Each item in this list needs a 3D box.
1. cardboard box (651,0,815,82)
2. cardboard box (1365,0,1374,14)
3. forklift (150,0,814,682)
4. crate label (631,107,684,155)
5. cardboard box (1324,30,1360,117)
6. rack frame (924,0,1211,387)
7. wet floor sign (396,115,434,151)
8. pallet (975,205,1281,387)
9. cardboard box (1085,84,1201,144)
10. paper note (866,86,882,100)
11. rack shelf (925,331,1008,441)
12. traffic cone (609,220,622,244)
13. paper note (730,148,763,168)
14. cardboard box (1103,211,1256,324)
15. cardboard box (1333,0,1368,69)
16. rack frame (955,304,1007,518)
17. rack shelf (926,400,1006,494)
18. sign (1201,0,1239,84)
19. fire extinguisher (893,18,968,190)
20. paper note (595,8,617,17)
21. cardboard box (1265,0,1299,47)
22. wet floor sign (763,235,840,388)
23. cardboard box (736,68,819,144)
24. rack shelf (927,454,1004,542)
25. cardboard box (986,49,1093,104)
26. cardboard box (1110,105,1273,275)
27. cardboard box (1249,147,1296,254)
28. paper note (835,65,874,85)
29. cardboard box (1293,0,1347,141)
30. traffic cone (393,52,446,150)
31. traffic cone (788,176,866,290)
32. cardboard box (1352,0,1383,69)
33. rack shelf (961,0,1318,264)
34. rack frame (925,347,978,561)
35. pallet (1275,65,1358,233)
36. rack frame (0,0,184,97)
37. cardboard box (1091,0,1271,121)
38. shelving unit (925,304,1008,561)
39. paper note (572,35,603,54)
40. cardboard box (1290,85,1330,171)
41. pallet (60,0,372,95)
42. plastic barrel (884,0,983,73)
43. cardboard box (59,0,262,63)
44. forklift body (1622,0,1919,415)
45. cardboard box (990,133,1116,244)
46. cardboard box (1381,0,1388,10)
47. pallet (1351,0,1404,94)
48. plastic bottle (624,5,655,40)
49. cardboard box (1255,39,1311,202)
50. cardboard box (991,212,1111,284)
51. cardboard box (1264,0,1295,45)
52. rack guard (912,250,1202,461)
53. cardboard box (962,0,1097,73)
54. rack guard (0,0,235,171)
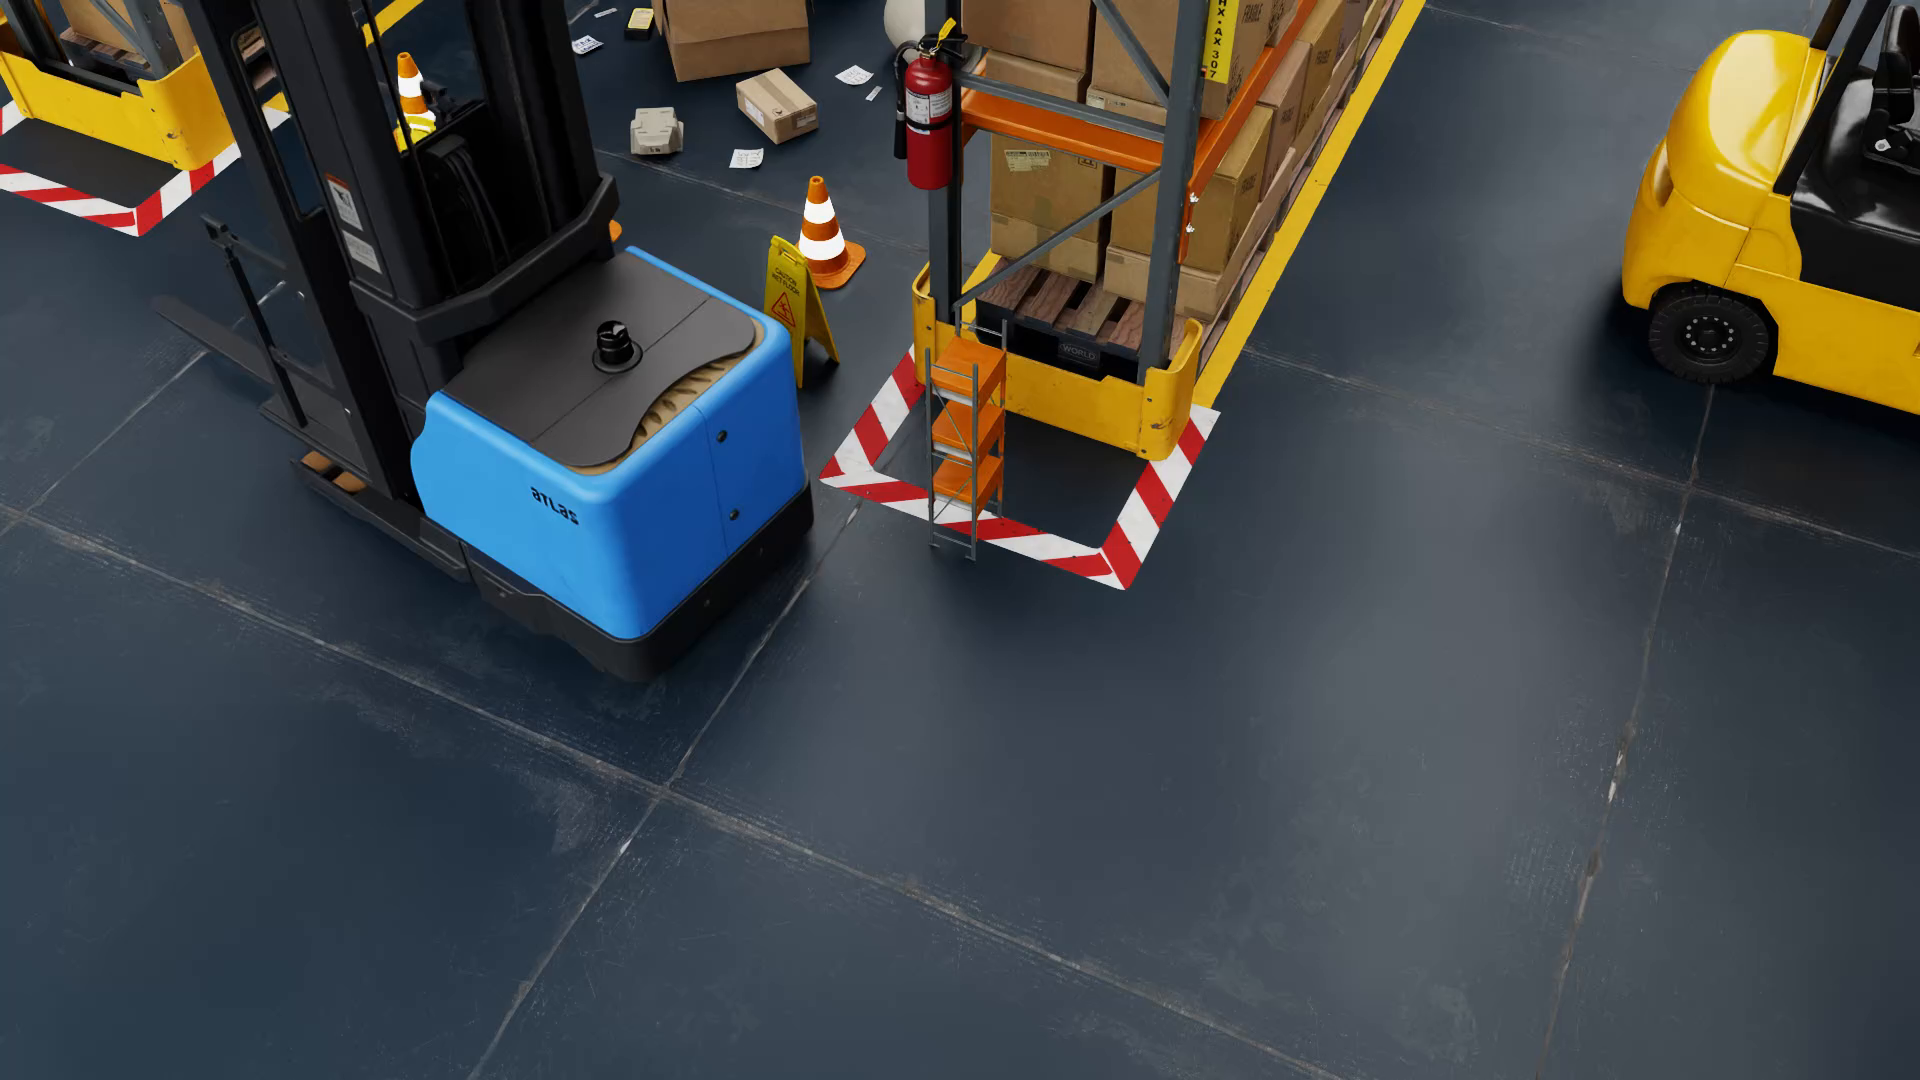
[{"bbox_3d":[-1.185,-2.760,8.583,0.797,0.503,0.637,-11,51,-9],"label":"cardboard box"},{"bbox_3d":[1.836,-2.933,8.128,0.500,0.500,0.500,21,53,17],"label":"cardboard box"},{"bbox_3d":[-2.065,-1.357,5.795,3.031,2.935,1.130,29,55,22],"label":"forklift"},{"bbox_3d":[-1.498,-2.012,8.188,0.250,0.136,0.298,-4,50,-3],"label":"crate label"},{"bbox_3d":[1.613,-2.322,8.101,0.500,0.250,0.500,21,53,17],"label":"cardboard box"},{"bbox_3d":[0.353,-1.536,5.902,1.000,3.000,0.127,20,52,16],"label":"rack frame"},{"bbox_3d":[-2.388,-1.650,7.545,0.267,0.644,0.232,12,51,10],"label":"wet floor sign"},{"bbox_3d":[0.765,-1.232,7.475,1.003,0.211,1.213,20,52,16],"label":"pallet"},{"bbox_3d":[0.686,-1.621,6.140,0.380,0.149,0.250,20,52,16],"label":"cardboard box"},{"bbox_3d":[-0.439,-2.284,8.502,0.032,0.001,0.123,20,52,16],"label":"paper note"},{"bbox_3d":[0.023,-0.554,5.988,0.215,0.259,0.240,20,52,16],"label":"rack shelf"},{"bbox_3d":[-1.778,-1.556,7.586,0.336,0.463,0.334,20,52,16],"label":"traffic cone"},{"bbox_3d":[-1.043,-1.872,8.138,0.148,0.019,0.142,4,50,3],"label":"paper note"},{"bbox_3d":[0.948,-1.246,7.186,0.500,0.250,0.500,19,52,16],"label":"cardboard box"},{"bbox_3d":[1.619,-2.581,7.829,0.500,0.500,0.500,22,53,18],"label":"cardboard box"},{"bbox_3d":[0.075,-0.461,6.268,0.200,1.050,0.008,20,52,16],"label":"rack frame"},{"bbox_3d":[0.023,-0.370,6.205,0.215,0.259,0.240,20,52,16],"label":"rack shelf"},{"bbox_3d":[0.844,-1.640,5.422,0.100,0.325,0.005,20,52,16],"label":"sign"},{"bbox_3d":[-0.112,-1.582,5.992,0.296,0.674,0.183,20,52,16],"label":"fire extinguisher"},{"bbox_3d":[-1.914,-2.849,8.982,0.123,0.001,0.032,-28,55,-22],"label":"paper note"},{"bbox_3d":[1.117,-2.115,6.561,0.380,0.149,0.250,21,53,17],"label":"cardboard box"},{"bbox_3d":[-0.695,-0.990,6.984,0.232,0.644,0.267,-37,59,-27],"label":"wet floor sign"},{"bbox_3d":[-0.914,-2.171,8.315,0.250,0.149,0.380,-28,55,-22],"label":"cardboard box"},{"bbox_3d":[0.023,-0.190,6.416,0.215,0.259,0.240,20,52,16],"label":"rack shelf"},{"bbox_3d":[0.320,-1.781,6.276,0.380,0.149,0.250,21,53,17],"label":"cardboard box"},{"bbox_3d":[0.957,-1.506,6.914,0.500,0.500,0.500,18,52,15],"label":"cardboard box"},{"bbox_3d":[1.173,-1.595,7.483,0.500,0.250,0.500,22,53,17],"label":"cardboard box"},{"bbox_3d":[-0.544,-2.404,8.599,0.142,0.019,0.148,-37,59,-27],"label":"paper note"},{"bbox_3d":[1.399,-2.210,7.513,0.500,0.500,0.500,21,53,17],"label":"cardboard box"},{"bbox_3d":[-2.655,-2.158,8.098,0.336,0.463,0.334,20,52,16],"label":"traffic cone"},{"bbox_3d":[-0.629,-1.429,7.478,0.336,0.463,0.334,20,52,16],"label":"traffic cone"},{"bbox_3d":[1.834,-2.671,8.398,0.500,0.250,0.500,19,52,15],"label":"cardboard box"},{"bbox_3d":[1.208,-2.680,7.348,1.077,0.370,4.000,20,52,16],"label":"rack shelf"},{"bbox_3d":[-0.029,-0.293,6.125,0.200,1.050,0.008,20,52,16],"label":"rack frame"},{"bbox_3d":[1.287,-2.069,8.187,1.003,0.211,1.213,20,52,16],"label":"pallet"},{"bbox_3d":[-4.165,-3.077,7.214,1.000,3.000,0.127,20,52,16],"label":"rack frame"},{"bbox_3d":[0.806,-1.900,5.952,0.500,0.500,0.500,19,52,16],"label":"cardboard box"},{"bbox_3d":[0.023,-0.377,6.196,0.215,1.050,0.252,20,52,16],"label":"shelving unit"},{"bbox_3d":[-1.978,-2.613,8.769,0.142,0.017,0.144,-37,59,-27],"label":"paper note"},{"bbox_3d":[1.394,-1.975,7.806,0.500,0.250,0.500,23,53,18],"label":"cardboard box"},{"bbox_3d":[-3.895,-2.749,8.766,1.003,0.211,1.213,20,52,16],"label":"pallet"},{"bbox_3d":[-0.133,-2.616,8.513,0.421,0.421,0.512,-19,52,-16],"label":"plastic barrel"},{"bbox_3d":[-3.936,-3.013,8.278,0.875,0.875,0.875,20,53,16],"label":"cardboard box"},{"bbox_3d":[4.003,-1.548,6.470,2.313,2.155,1.214,20,52,16],"label":"forklift body"},{"bbox_3d":[0.460,-1.660,7.046,0.500,0.500,0.500,20,53,16],"label":"cardboard box"},{"bbox_3d":[2.053,-3.041,8.712,0.500,0.250,0.500,22,53,18],"label":"cardboard box"},{"bbox_3d":[1.807,-2.912,8.905,1.003,0.211,1.213,20,52,16],"label":"pallet"},{"bbox_3d":[-1.699,-2.782,8.892,0.133,0.061,0.283,4,50,3],"label":"plastic bottle"},{"bbox_3d":[1.177,-1.867,7.222,0.500,0.500,0.500,18,52,15],"label":"cardboard box"},{"bbox_3d":[0.466,-1.441,7.352,0.500,0.250,0.500,20,52,16],"label":"cardboard box"},{"bbox_3d":[1.025,-2.258,6.256,0.500,0.500,0.500,21,53,17],"label":"cardboard box"},{"bbox_3d":[0.386,-0.778,6.899,1.175,0.500,0.348,20,52,16],"label":"rack guard"},{"bbox_3d":[0.336,-2.128,6.145,0.500,0.500,0.500,19,52,15],"label":"cardboard box"},{"bbox_3d":[-4.176,-2.250,8.151,1.175,0.500,0.348,20,52,16],"label":"rack guard"}]
